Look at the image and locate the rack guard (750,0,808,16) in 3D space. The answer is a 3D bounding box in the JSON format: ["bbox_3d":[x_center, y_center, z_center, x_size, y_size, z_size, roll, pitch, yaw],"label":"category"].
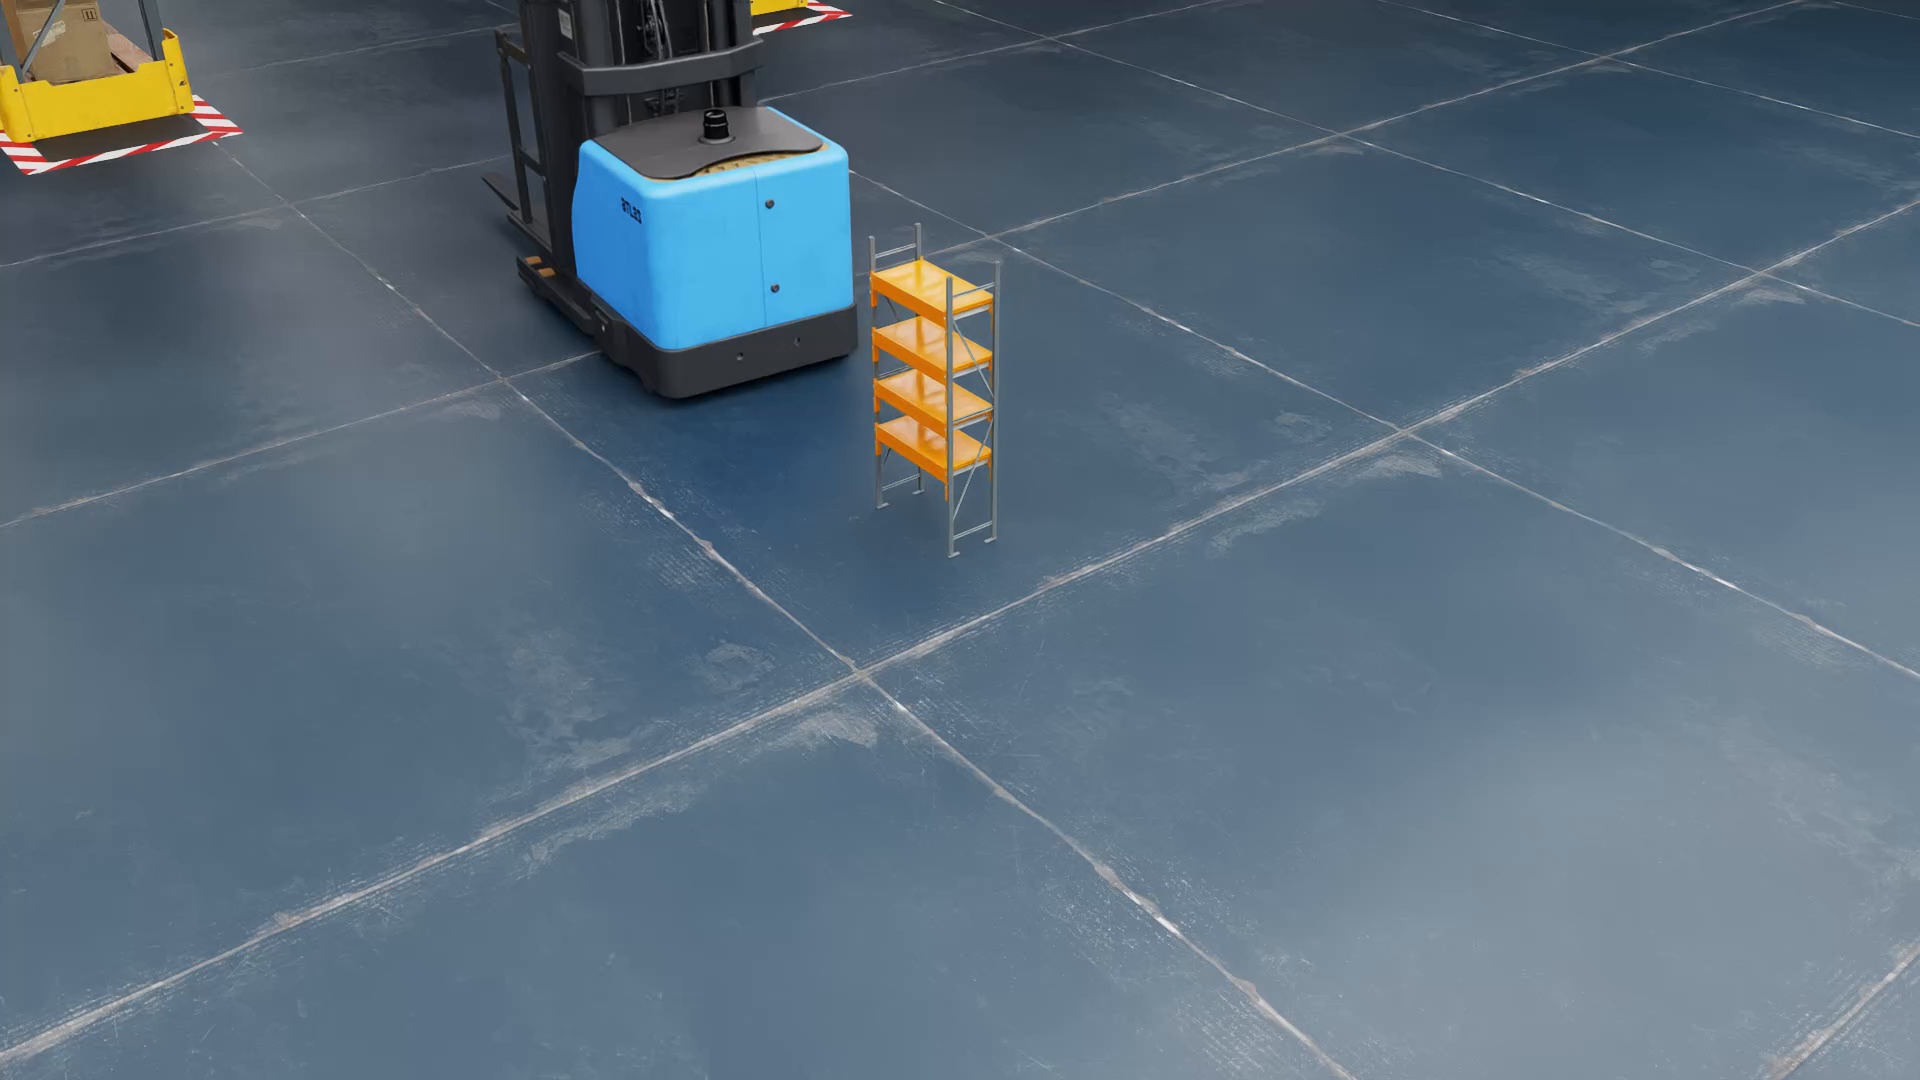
[{"bbox_3d":[-1.820,-4.598,13.679,1.175,0.500,0.348,-22,38,-31],"label":"rack guard"}]

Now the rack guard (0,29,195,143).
[{"bbox_3d":[-5.862,-3.077,11.230,1.175,0.500,0.348,-22,38,-31],"label":"rack guard"}]

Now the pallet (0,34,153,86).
[{"bbox_3d":[-6.332,-3.304,11.870,1.003,0.211,1.213,-22,38,-31],"label":"pallet"}]

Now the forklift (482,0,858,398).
[{"bbox_3d":[-1.717,-2.637,8.217,1.130,2.935,3.031,-19,36,-27],"label":"forklift"}]

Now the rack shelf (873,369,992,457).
[{"bbox_3d":[-0.101,-0.522,6.580,0.258,0.148,0.480,-22,38,-31],"label":"rack shelf"}]

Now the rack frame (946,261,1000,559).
[{"bbox_3d":[0.048,-0.477,6.381,0.240,1.200,0.015,-22,38,-31],"label":"rack frame"}]

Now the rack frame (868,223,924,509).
[{"bbox_3d":[-0.251,-0.680,6.708,0.240,1.200,0.015,-22,38,-31],"label":"rack frame"}]

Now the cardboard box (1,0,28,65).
[{"bbox_3d":[-6.578,-3.727,11.879,0.500,0.500,0.500,-12,34,-19],"label":"cardboard box"}]

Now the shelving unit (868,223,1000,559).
[{"bbox_3d":[-0.101,-0.579,6.545,0.258,1.200,0.503,-22,38,-31],"label":"shelving unit"}]

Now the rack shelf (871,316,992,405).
[{"bbox_3d":[-0.101,-0.712,6.462,0.258,0.148,0.480,-22,38,-31],"label":"rack shelf"}]

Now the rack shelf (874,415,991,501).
[{"bbox_3d":[-0.102,-0.353,6.685,0.258,0.148,0.480,-22,38,-31],"label":"rack shelf"}]

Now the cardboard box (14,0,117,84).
[{"bbox_3d":[-6.185,-3.489,11.496,0.500,0.500,0.500,-15,35,-23],"label":"cardboard box"}]

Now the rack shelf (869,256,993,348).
[{"bbox_3d":[-0.101,-0.913,6.337,0.258,0.148,0.480,-22,38,-31],"label":"rack shelf"}]

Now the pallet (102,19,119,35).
[{"bbox_3d":[-7.076,-3.812,12.688,1.003,0.211,1.213,-22,38,-31],"label":"pallet"}]

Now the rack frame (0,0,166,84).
[{"bbox_3d":[-5.815,-4.107,10.519,1.000,3.000,0.127,-22,38,-31],"label":"rack frame"}]
